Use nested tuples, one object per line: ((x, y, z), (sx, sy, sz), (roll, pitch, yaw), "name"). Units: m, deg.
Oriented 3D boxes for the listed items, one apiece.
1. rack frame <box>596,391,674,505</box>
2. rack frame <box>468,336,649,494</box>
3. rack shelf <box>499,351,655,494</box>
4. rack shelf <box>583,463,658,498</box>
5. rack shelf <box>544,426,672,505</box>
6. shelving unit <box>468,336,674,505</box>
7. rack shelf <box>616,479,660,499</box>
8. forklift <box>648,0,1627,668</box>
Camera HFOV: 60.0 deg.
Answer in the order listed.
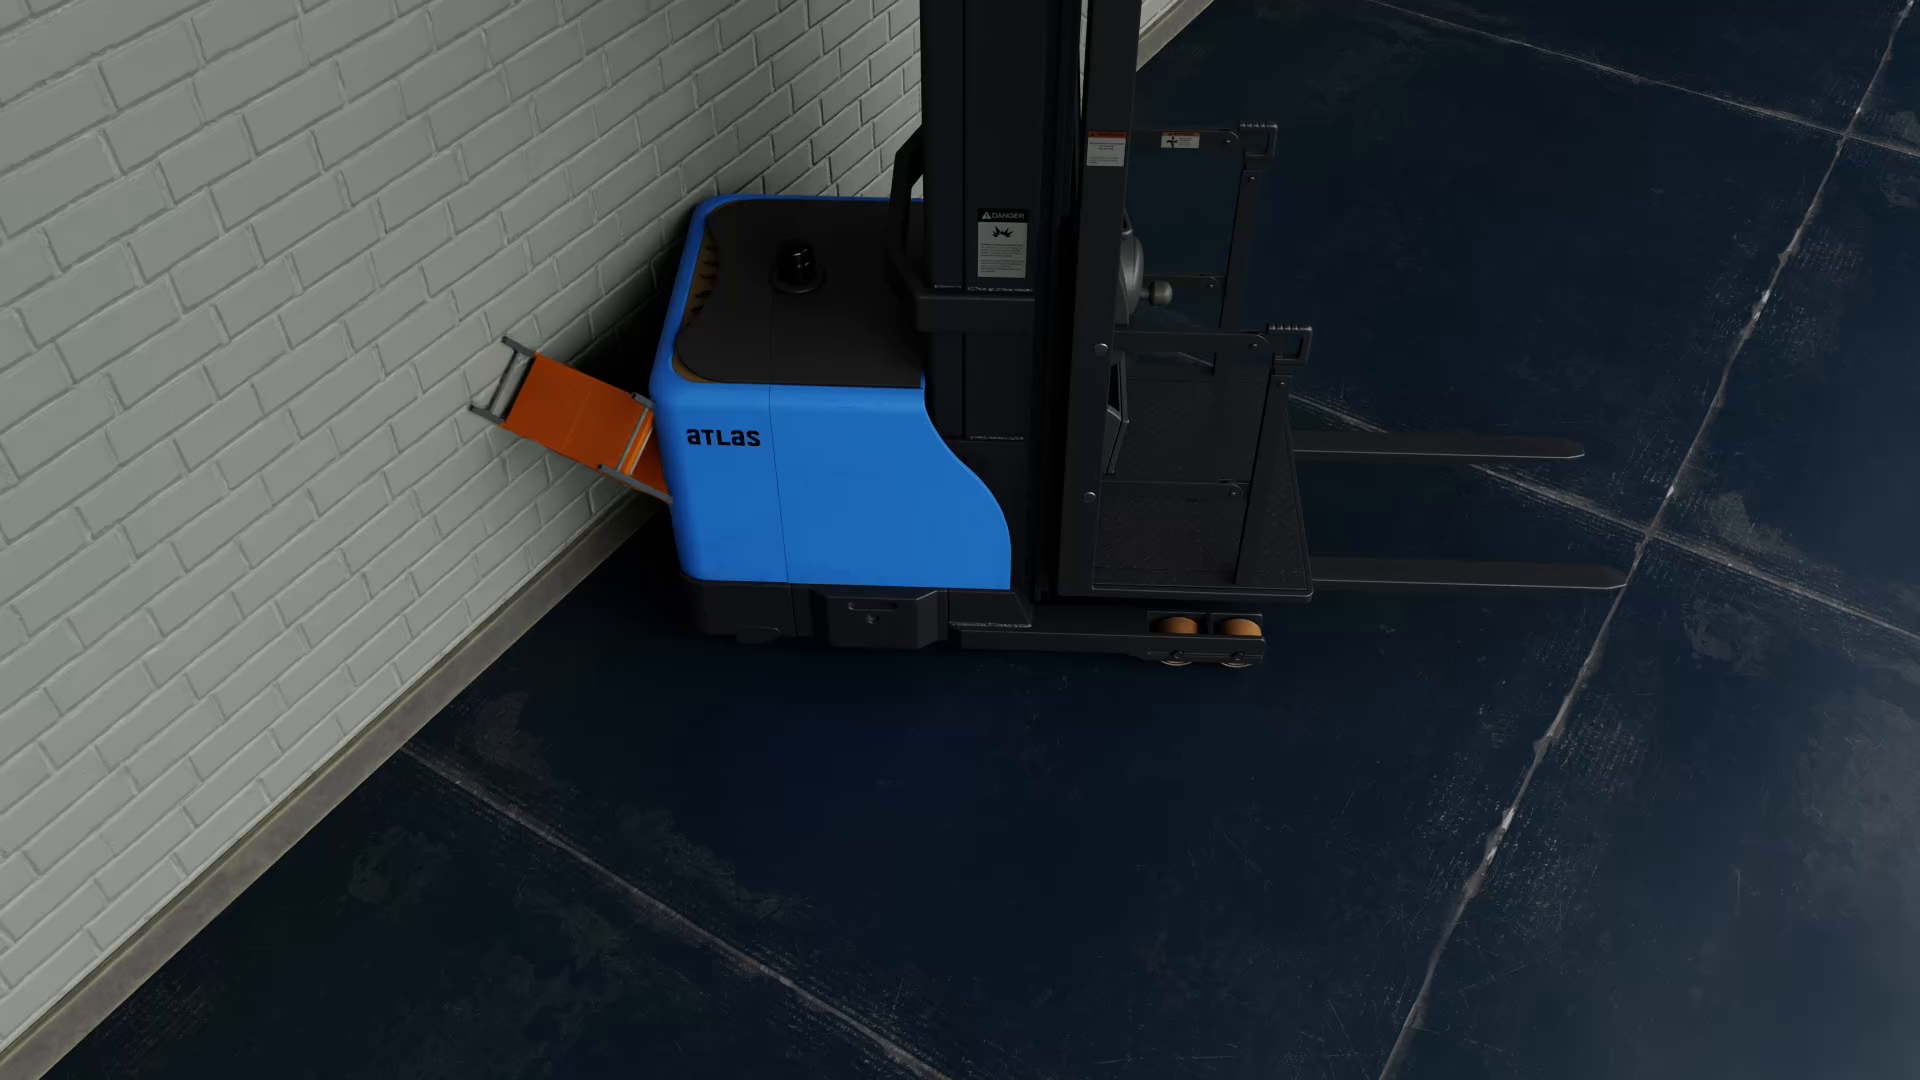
((-0.752, -0.178, 5.170), (0.015, 1.200, 0.240), (23, 87, 23), "rack frame")
((-1.164, -0.356, 5.362), (0.015, 1.200, 0.240), (23, 87, 23), "rack frame")
((-1.090, -0.349, 4.905), (0.480, 0.148, 0.258), (23, 87, 23), "rack shelf")
((-0.935, -0.253, 5.328), (0.480, 0.148, 0.258), (23, 87, 23), "rack shelf")
((-1.010, -0.299, 5.123), (0.480, 0.148, 0.258), (23, 87, 23), "rack shelf")
((-0.958, -0.267, 5.266), (0.503, 1.200, 0.258), (23, 87, 23), "shelving unit")
((-0.868, -0.211, 5.510), (0.480, 0.148, 0.258), (23, 87, 23), "rack shelf")
((0.628, -1.003, 4.681), (3.031, 2.935, 1.130), (2, 46, 2), "forklift")
